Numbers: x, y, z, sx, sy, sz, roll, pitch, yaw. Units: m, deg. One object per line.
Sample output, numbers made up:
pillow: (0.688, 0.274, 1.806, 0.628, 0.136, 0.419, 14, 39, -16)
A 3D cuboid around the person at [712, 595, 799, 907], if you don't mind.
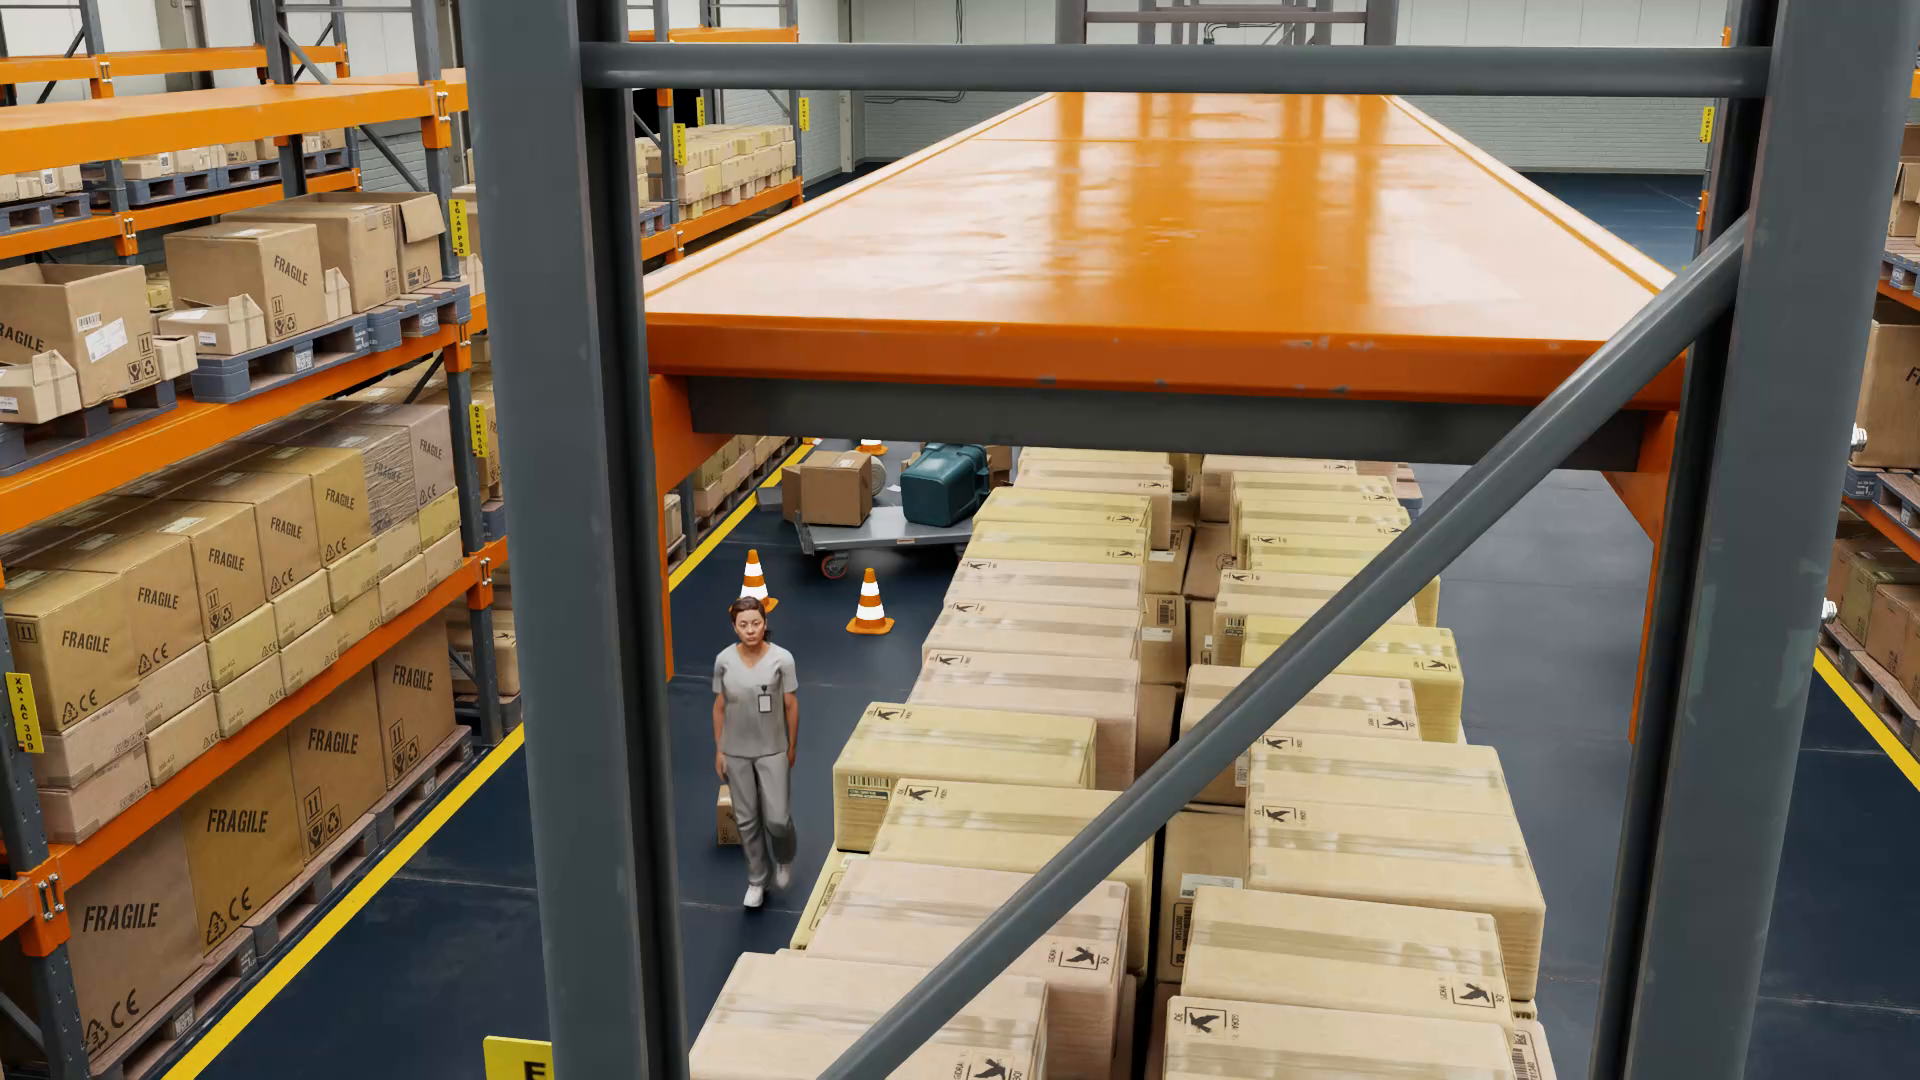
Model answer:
person: (-1.059, 1.095, 8.612, 0.442, 1.657, 0.473, 1, 18, 4)
